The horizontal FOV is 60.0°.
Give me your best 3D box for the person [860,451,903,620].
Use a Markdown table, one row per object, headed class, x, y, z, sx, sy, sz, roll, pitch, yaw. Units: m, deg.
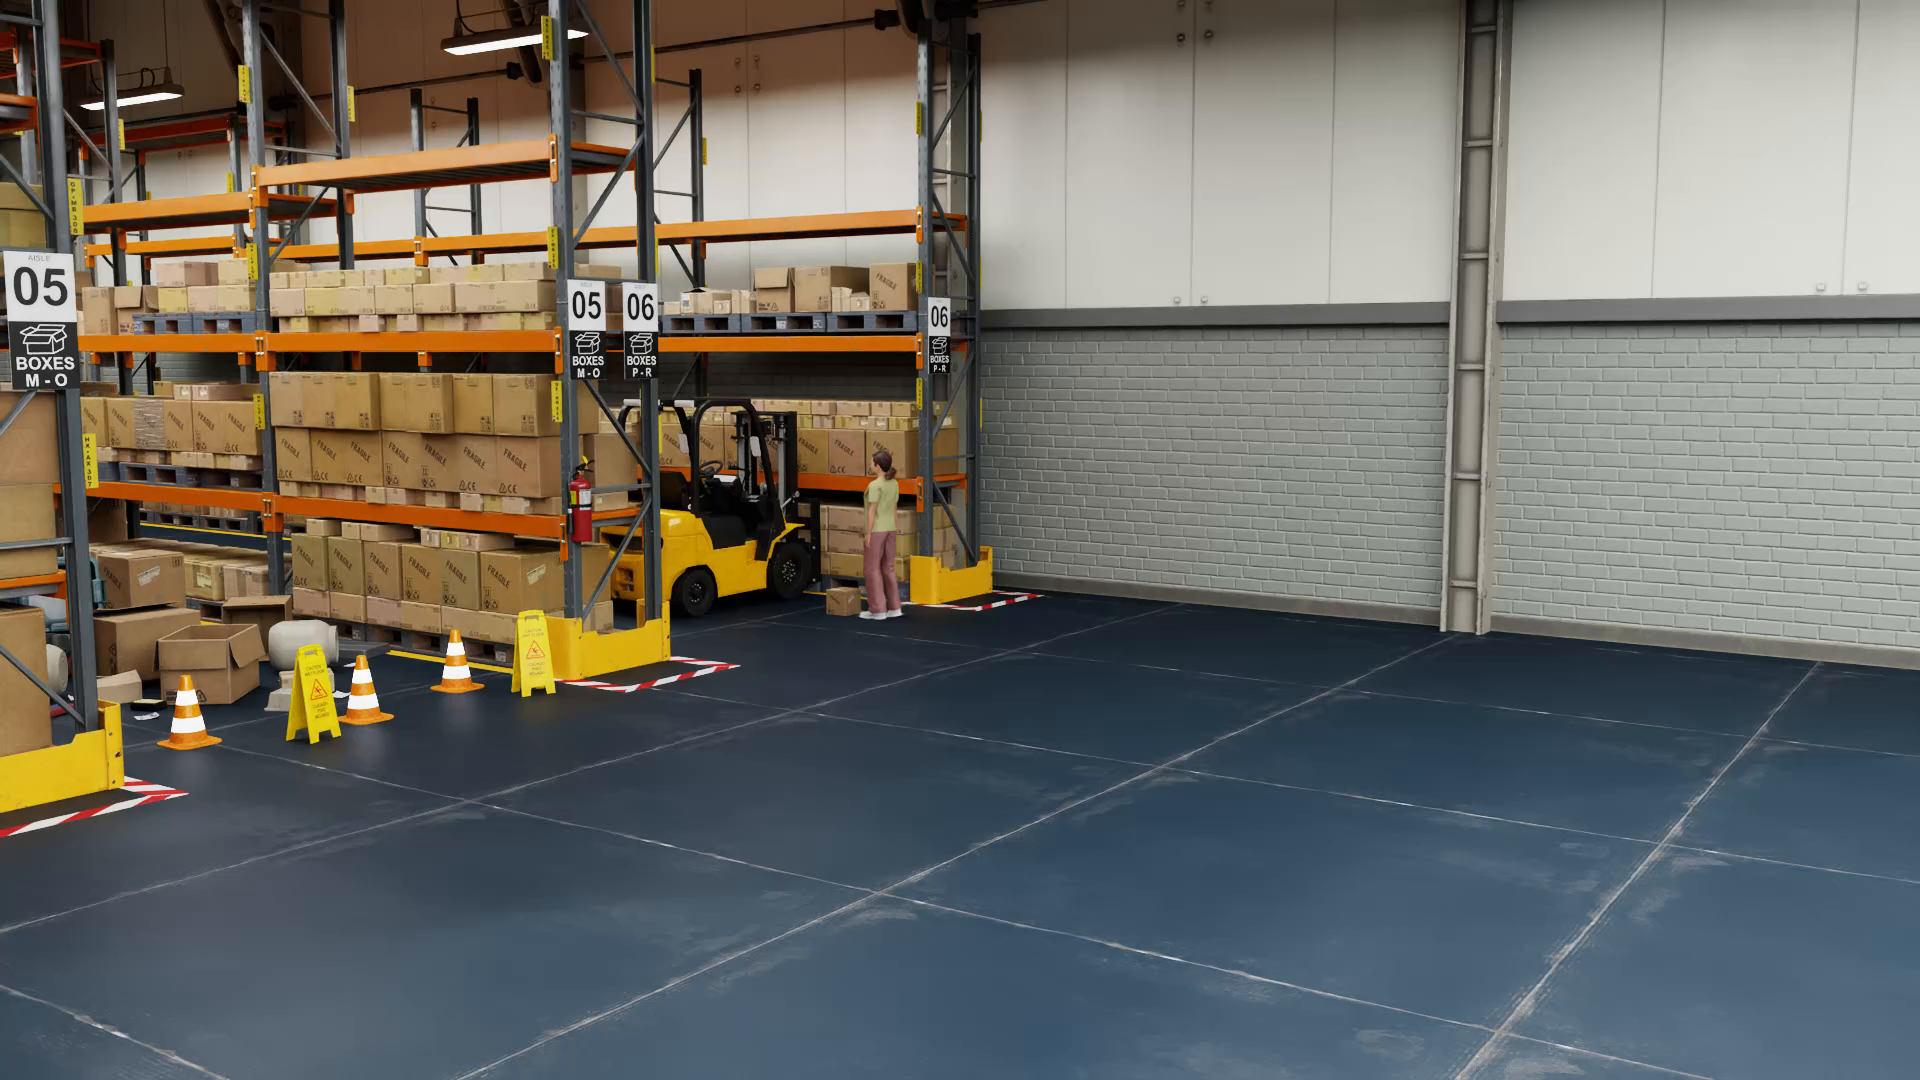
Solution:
| class | x | y | z | sx | sy | sz | roll | pitch | yaw |
| --- | --- | --- | --- | --- | --- | --- | --- | --- | --- |
| person | -0.787 | -0.036 | 16.455 | 0.369 | 1.693 | 0.440 | 4 | 8 | 35 |
